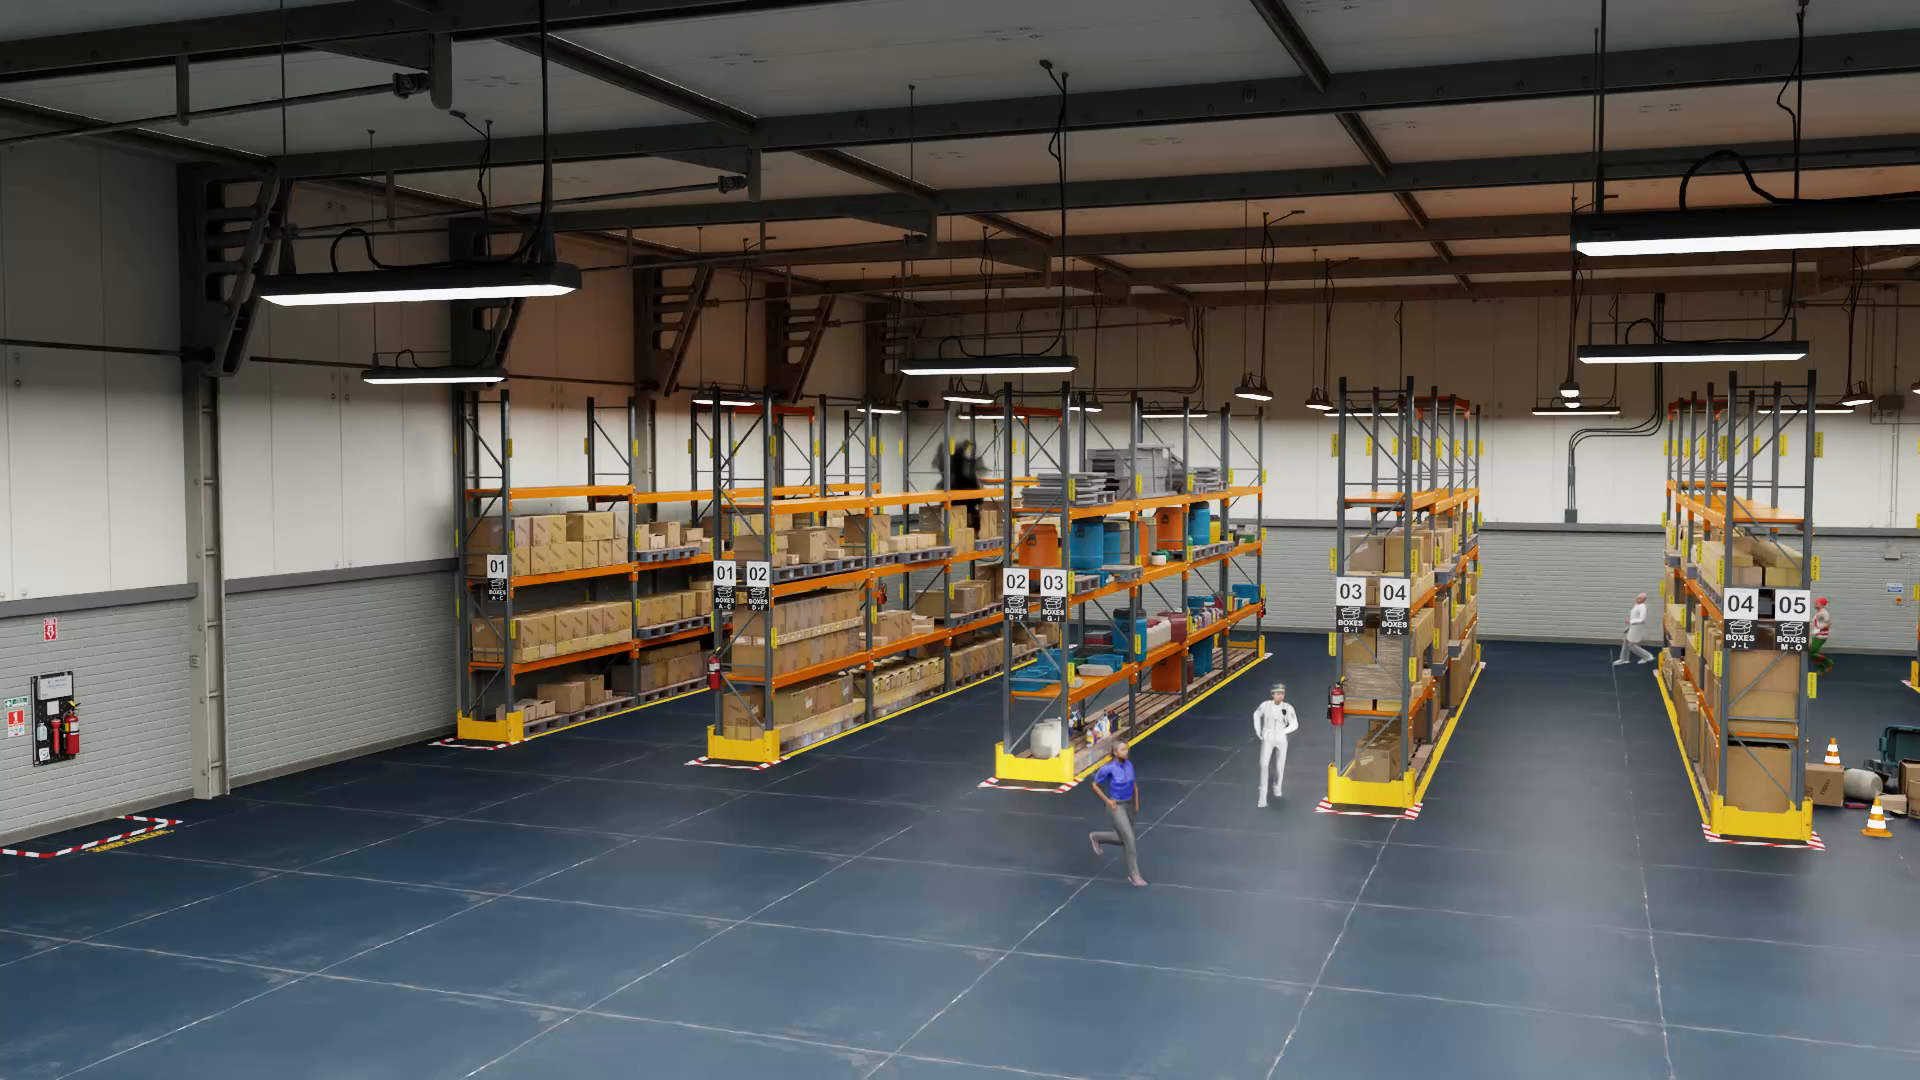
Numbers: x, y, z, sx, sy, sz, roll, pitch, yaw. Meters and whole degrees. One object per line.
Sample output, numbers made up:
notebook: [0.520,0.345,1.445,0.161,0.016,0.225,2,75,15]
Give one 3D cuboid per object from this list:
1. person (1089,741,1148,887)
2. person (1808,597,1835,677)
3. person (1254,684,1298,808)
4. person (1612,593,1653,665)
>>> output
person: [1.836,3.151,19.357,0.557,1.643,0.968,-3,4,-44]
person: [18.843,2.124,36.425,0.586,1.741,0.633,1,3,19]
person: [4.459,2.876,23.496,0.615,1.724,0.783,1,3,10]
person: [15.395,2.058,37.994,0.875,1.718,0.791,1,3,21]
